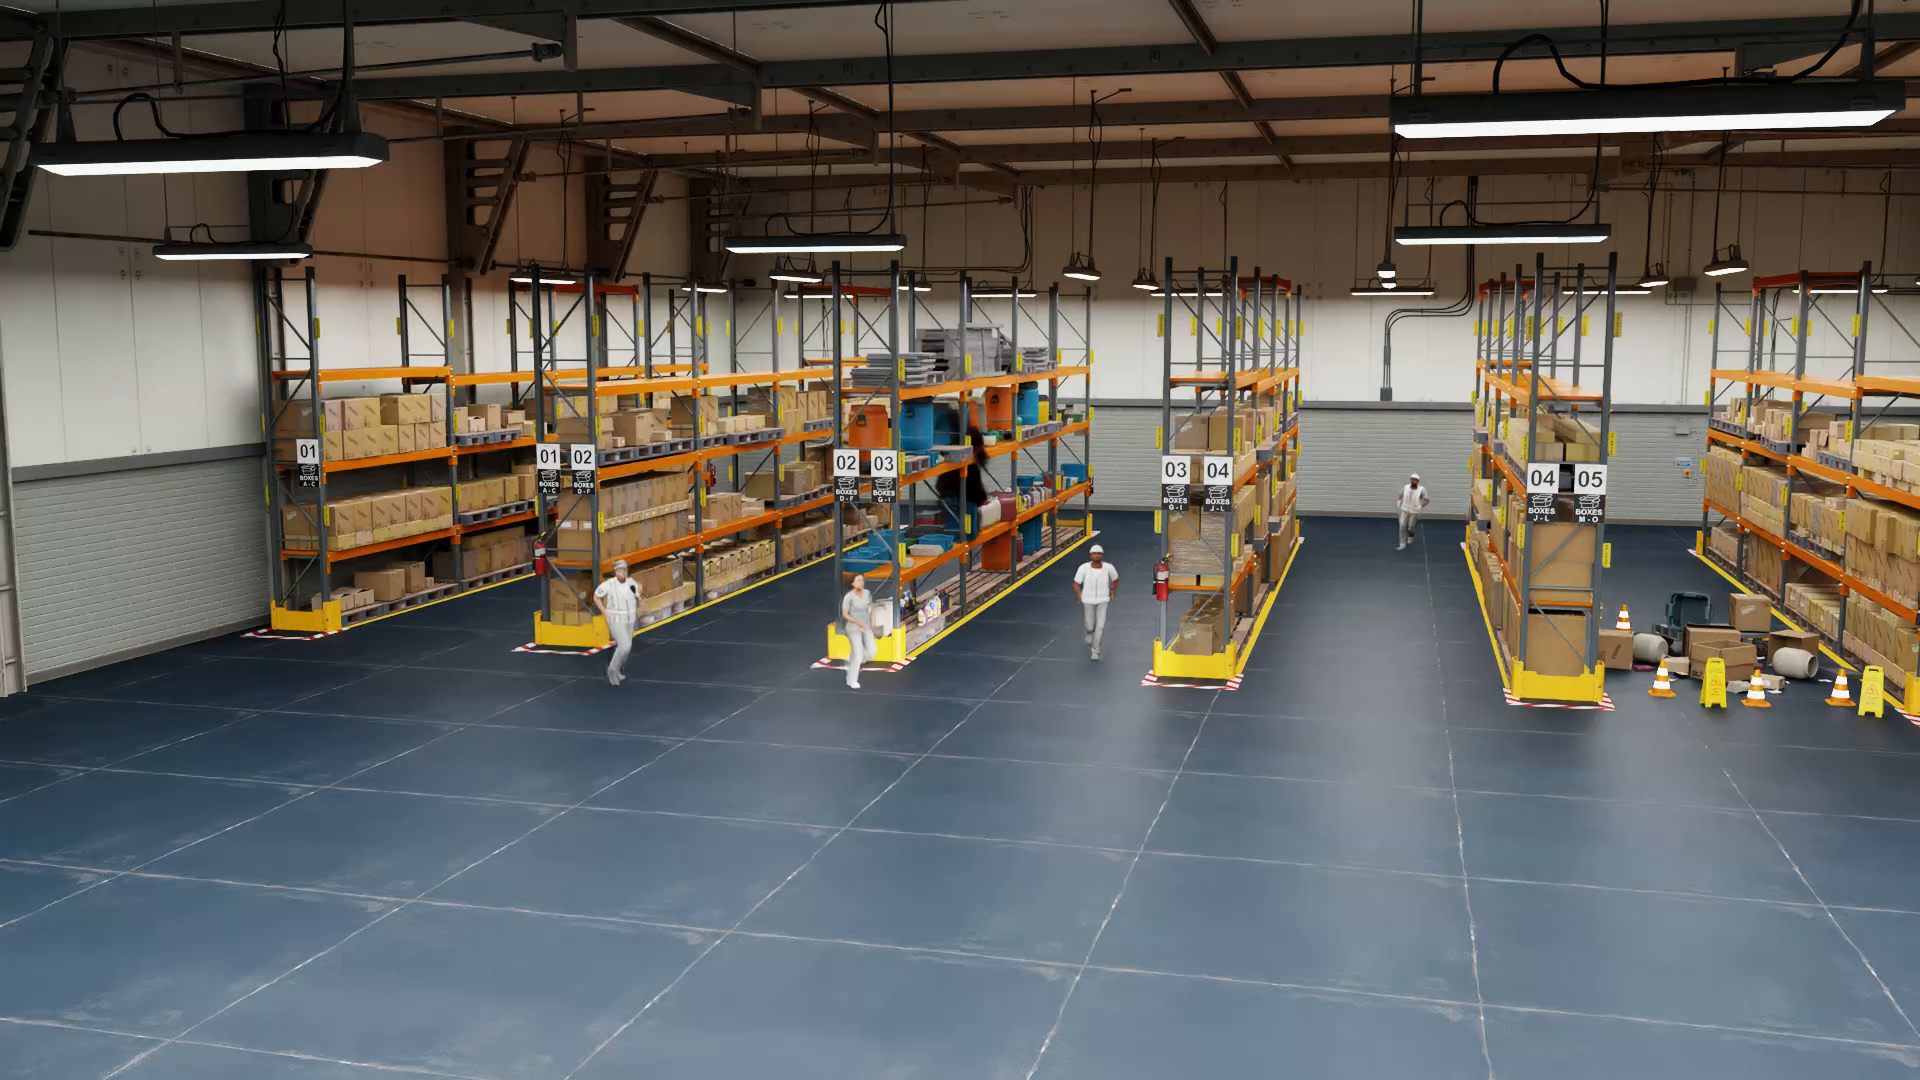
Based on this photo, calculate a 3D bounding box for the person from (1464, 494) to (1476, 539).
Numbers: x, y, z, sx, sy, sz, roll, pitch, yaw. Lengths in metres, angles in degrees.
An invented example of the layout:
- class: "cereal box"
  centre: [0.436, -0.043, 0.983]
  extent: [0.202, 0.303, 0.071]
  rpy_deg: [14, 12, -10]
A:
- class: "person"
  centre: [12.351, -0.773, 39.337]
  extent: [0.775, 1.652, 0.716]
  rpy_deg: [3, 8, 19]

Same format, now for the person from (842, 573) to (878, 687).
- class: "person"
  centre: [-1.396, 1.258, 23.278]
  extent: [0.598, 1.628, 0.623]
  rpy_deg: [-6, 9, -38]

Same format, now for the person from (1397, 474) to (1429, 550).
- class: "person"
  centre: [10.321, -0.651, 37.944]
  extent: [0.723, 1.730, 0.672]
  rpy_deg: [5, 9, 33]

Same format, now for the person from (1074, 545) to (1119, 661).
- class: "person"
  centre: [2.084, 0.938, 25.362]
  extent: [0.700, 1.738, 0.801]
  rpy_deg: [0, 7, 2]

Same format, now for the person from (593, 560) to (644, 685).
- class: "person"
  centre: [-4.759, 1.169, 23.525]
  extent: [0.709, 1.807, 0.630]
  rpy_deg: [7, 10, 43]
